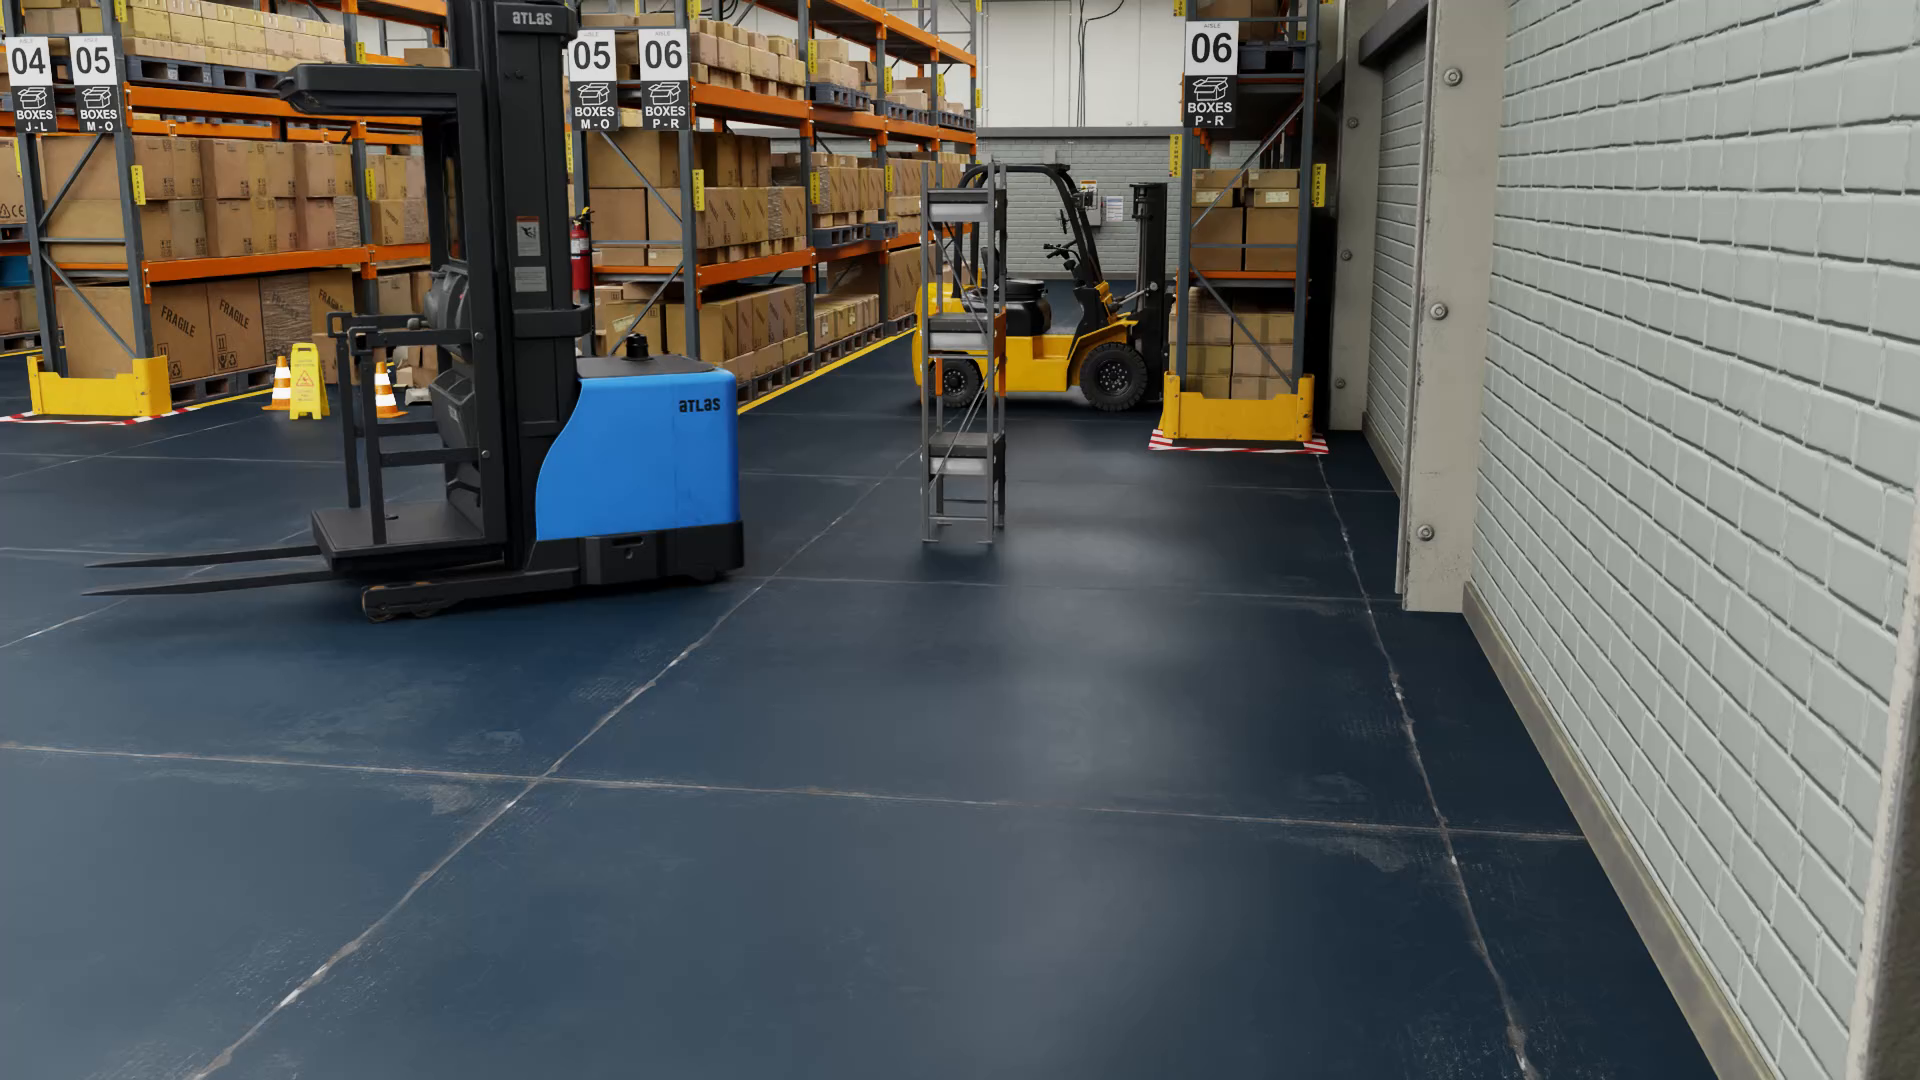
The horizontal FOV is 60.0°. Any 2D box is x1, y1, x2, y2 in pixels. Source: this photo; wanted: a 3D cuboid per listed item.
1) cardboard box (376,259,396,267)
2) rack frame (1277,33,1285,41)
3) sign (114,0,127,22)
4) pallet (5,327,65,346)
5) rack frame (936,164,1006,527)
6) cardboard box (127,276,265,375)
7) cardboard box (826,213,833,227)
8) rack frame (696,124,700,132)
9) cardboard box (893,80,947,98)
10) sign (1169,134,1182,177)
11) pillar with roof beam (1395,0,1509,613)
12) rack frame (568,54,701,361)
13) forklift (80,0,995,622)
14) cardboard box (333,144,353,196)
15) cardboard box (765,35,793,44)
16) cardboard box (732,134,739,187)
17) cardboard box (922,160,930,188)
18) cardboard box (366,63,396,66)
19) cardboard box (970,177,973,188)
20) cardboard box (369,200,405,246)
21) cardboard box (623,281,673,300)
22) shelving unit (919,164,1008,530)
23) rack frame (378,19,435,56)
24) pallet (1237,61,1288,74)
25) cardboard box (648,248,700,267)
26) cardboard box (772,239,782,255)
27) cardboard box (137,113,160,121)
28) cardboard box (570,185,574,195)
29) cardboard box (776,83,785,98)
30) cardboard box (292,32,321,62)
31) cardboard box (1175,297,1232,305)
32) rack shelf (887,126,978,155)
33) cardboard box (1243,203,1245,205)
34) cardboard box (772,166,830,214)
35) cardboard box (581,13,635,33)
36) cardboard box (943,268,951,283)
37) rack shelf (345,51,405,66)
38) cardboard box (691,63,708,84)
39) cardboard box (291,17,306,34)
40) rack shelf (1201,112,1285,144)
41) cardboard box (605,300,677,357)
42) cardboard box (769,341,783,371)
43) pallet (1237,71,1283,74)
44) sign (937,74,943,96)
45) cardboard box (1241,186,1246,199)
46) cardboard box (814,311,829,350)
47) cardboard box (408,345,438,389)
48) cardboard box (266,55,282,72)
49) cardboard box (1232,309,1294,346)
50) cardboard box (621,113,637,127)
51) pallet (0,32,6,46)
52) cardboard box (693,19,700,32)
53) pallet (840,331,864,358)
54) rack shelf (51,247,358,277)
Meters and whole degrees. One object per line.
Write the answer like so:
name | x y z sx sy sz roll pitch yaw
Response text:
cardboard box | -10.309 -4.768 28.545 0.875 0.875 0.875 2 12 9
rack frame | 3.454 -6.898 20.142 1.000 3.000 0.127 2 12 9
sign | -7.041 -4.513 13.931 0.100 0.325 0.005 2 12 9
pallet | -11.555 -2.668 21.371 1.003 0.211 1.213 2 12 9
rack frame | 0.063 -1.112 9.668 0.400 2.100 0.015 2 12 9
cardboard box | -7.416 -2.093 16.131 0.875 0.875 0.875 2 12 8
cardboard box | -1.622 -3.532 18.362 0.380 0.149 0.250 2 12 10
rack frame | -5.127 -5.930 29.891 1.000 3.000 0.127 2 12 9
cardboard box | -0.660 -7.011 26.307 0.797 0.503 0.637 3 12 13
sign | 1.690 -3.003 12.995 0.100 0.325 0.005 2 12 9
pillar with roof beam | -1.955 -4.239 7.804 9.100 9.000 0.400 2 12 9
rack frame | -2.681 -2.460 13.790 1.000 3.000 0.127 2 12 9
forklift | -1.977 -1.250 8.338 4.560 2.935 1.130 -6 13 -25
cardboard box | -7.064 -3.958 17.819 0.875 0.550 0.550 2 12 9
cardboard box | -2.103 -5.260 17.835 0.500 0.250 0.500 2 12 10
cardboard box | -2.552 -3.682 16.143 0.700 0.500 0.500 2 12 7
cardboard box | -0.729 -5.287 24.295 0.500 0.500 0.500 2 12 10
cardboard box | -6.921 -5.481 19.665 0.500 0.311 0.500 1 12 7
cardboard box | -0.060 -6.221 28.627 0.500 0.500 0.500 2 12 11
cardboard box | -6.626 -3.582 18.757 0.500 0.500 0.500 2 12 9
cardboard box | -2.826 -2.259 15.066 0.380 0.149 0.250 2 12 10
shelving unit | 0.026 -1.061 9.434 0.431 2.100 0.499 2 12 9
rack frame | -10.013 -9.045 30.102 1.000 3.000 0.127 2 12 9
pallet | 2.543 -4.124 14.601 1.003 0.211 1.213 2 12 9
cardboard box | -2.425 -2.402 14.113 0.380 0.149 0.250 2 12 9
cardboard box | -1.967 -2.882 16.342 0.380 0.149 0.250 2 12 8
cardboard box | -11.074 -5.733 22.211 0.500 0.250 0.500 2 12 9
cardboard box | -5.813 -5.110 24.271 0.380 0.149 0.250 1 12 6
cardboard box | -1.955 -4.457 16.532 0.380 0.149 0.250 2 12 9
cardboard box | -6.873 -5.009 16.911 0.500 0.250 0.500 2 12 8
cardboard box | 2.212 -2.073 15.150 0.500 0.250 0.500 2 12 8
rack shelf | -0.528 -6.489 27.072 1.077 0.370 4.000 2 12 9
cardboard box | 2.888 -2.870 15.452 0.500 0.500 0.500 2 12 7
cardboard box | -1.711 -3.781 17.977 0.500 0.500 0.500 2 12 10
cardboard box | -2.921 -4.274 13.787 0.380 0.149 0.250 2 12 9
cardboard box | -0.633 -4.038 26.197 0.875 0.438 0.875 2 12 8
rack shelf | -10.320 -8.081 28.289 1.077 0.370 4.000 2 12 9
cardboard box | -2.310 -3.862 13.772 0.380 0.149 0.250 2 12 9
cardboard box | -6.831 -5.177 16.743 0.380 0.149 0.250 2 12 10
rack shelf | 3.147 -4.664 18.602 1.077 0.370 4.000 2 12 9
cardboard box | -2.816 -1.863 14.769 0.500 0.500 0.500 2 12 9
cardboard box | -2.046 -1.806 16.281 0.500 0.250 0.500 2 12 10
pallet | 2.733 -4.378 15.776 1.003 0.211 1.213 2 12 9
sign | -0.298 -6.816 24.905 0.100 0.325 0.005 2 12 9
cardboard box | 3.387 -3.937 18.865 0.380 0.149 0.250 2 12 10
cardboard box | -1.988 -2.323 18.393 0.950 0.372 0.625 2 12 9
cardboard box | -4.913 -1.688 16.130 0.797 0.503 0.637 -7 14 -30
cardboard box | -6.907 -4.679 16.325 0.380 0.149 0.250 2 12 8
cardboard box | 2.485 -1.744 13.623 0.500 0.250 0.500 2 12 8
cardboard box | -5.410 -6.579 26.135 0.500 0.250 0.500 3 12 12
pallet | -15.619 -7.912 26.242 1.003 0.211 1.213 2 12 9
cardboard box | -2.402 -4.314 13.975 0.380 0.149 0.250 2 12 8
pallet | -1.763 -2.347 19.881 1.003 0.211 1.213 2 12 9
rack shelf | -7.280 -2.760 16.423 0.919 0.124 3.809 2 12 9
